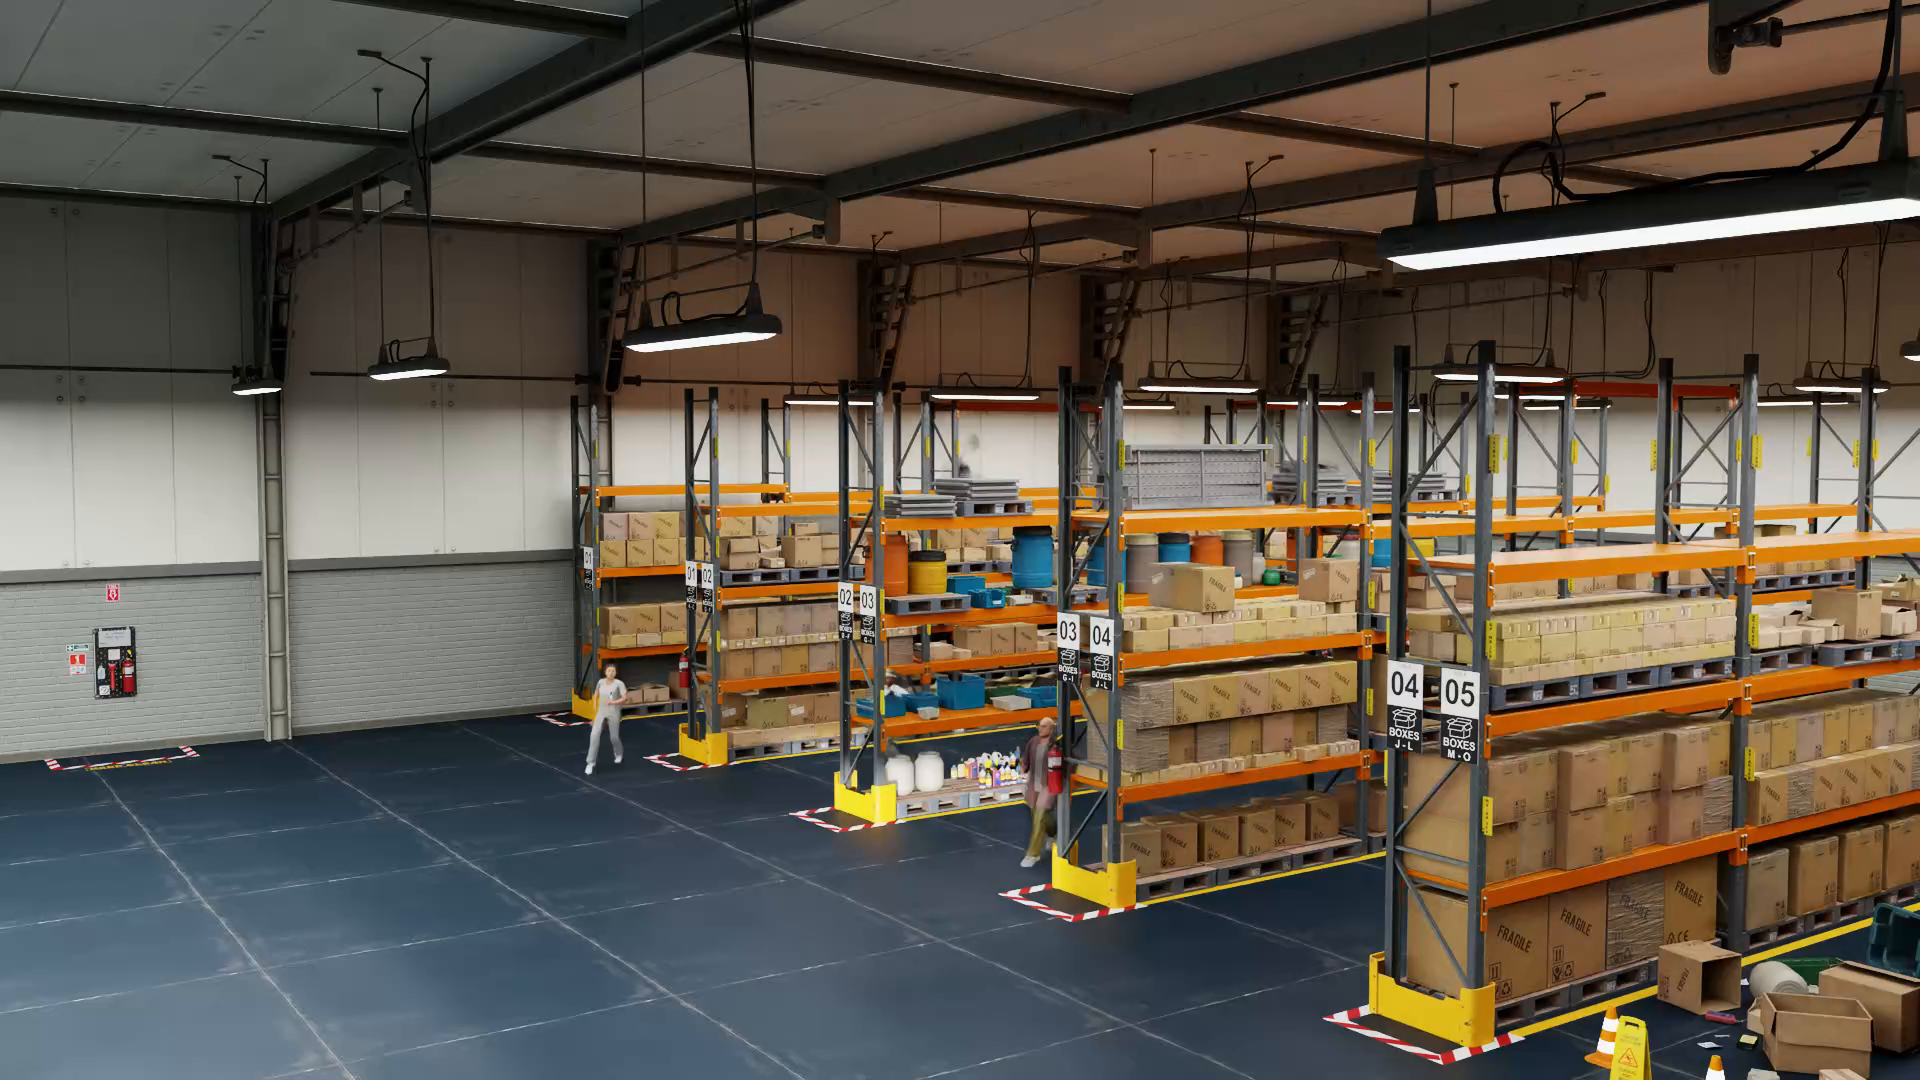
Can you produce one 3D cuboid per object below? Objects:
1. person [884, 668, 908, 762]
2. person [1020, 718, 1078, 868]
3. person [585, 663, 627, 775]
[{"bbox_3d":[-1.069,2.799,25.313,0.688,1.706,0.544,-3,5,-42],"label":"person"},{"bbox_3d":[1.071,3.054,20.383,0.718,1.787,0.952,3,4,40],"label":"person"},{"bbox_3d":[-5.493,2.761,26.068,0.572,1.676,0.951,0,3,5],"label":"person"}]
